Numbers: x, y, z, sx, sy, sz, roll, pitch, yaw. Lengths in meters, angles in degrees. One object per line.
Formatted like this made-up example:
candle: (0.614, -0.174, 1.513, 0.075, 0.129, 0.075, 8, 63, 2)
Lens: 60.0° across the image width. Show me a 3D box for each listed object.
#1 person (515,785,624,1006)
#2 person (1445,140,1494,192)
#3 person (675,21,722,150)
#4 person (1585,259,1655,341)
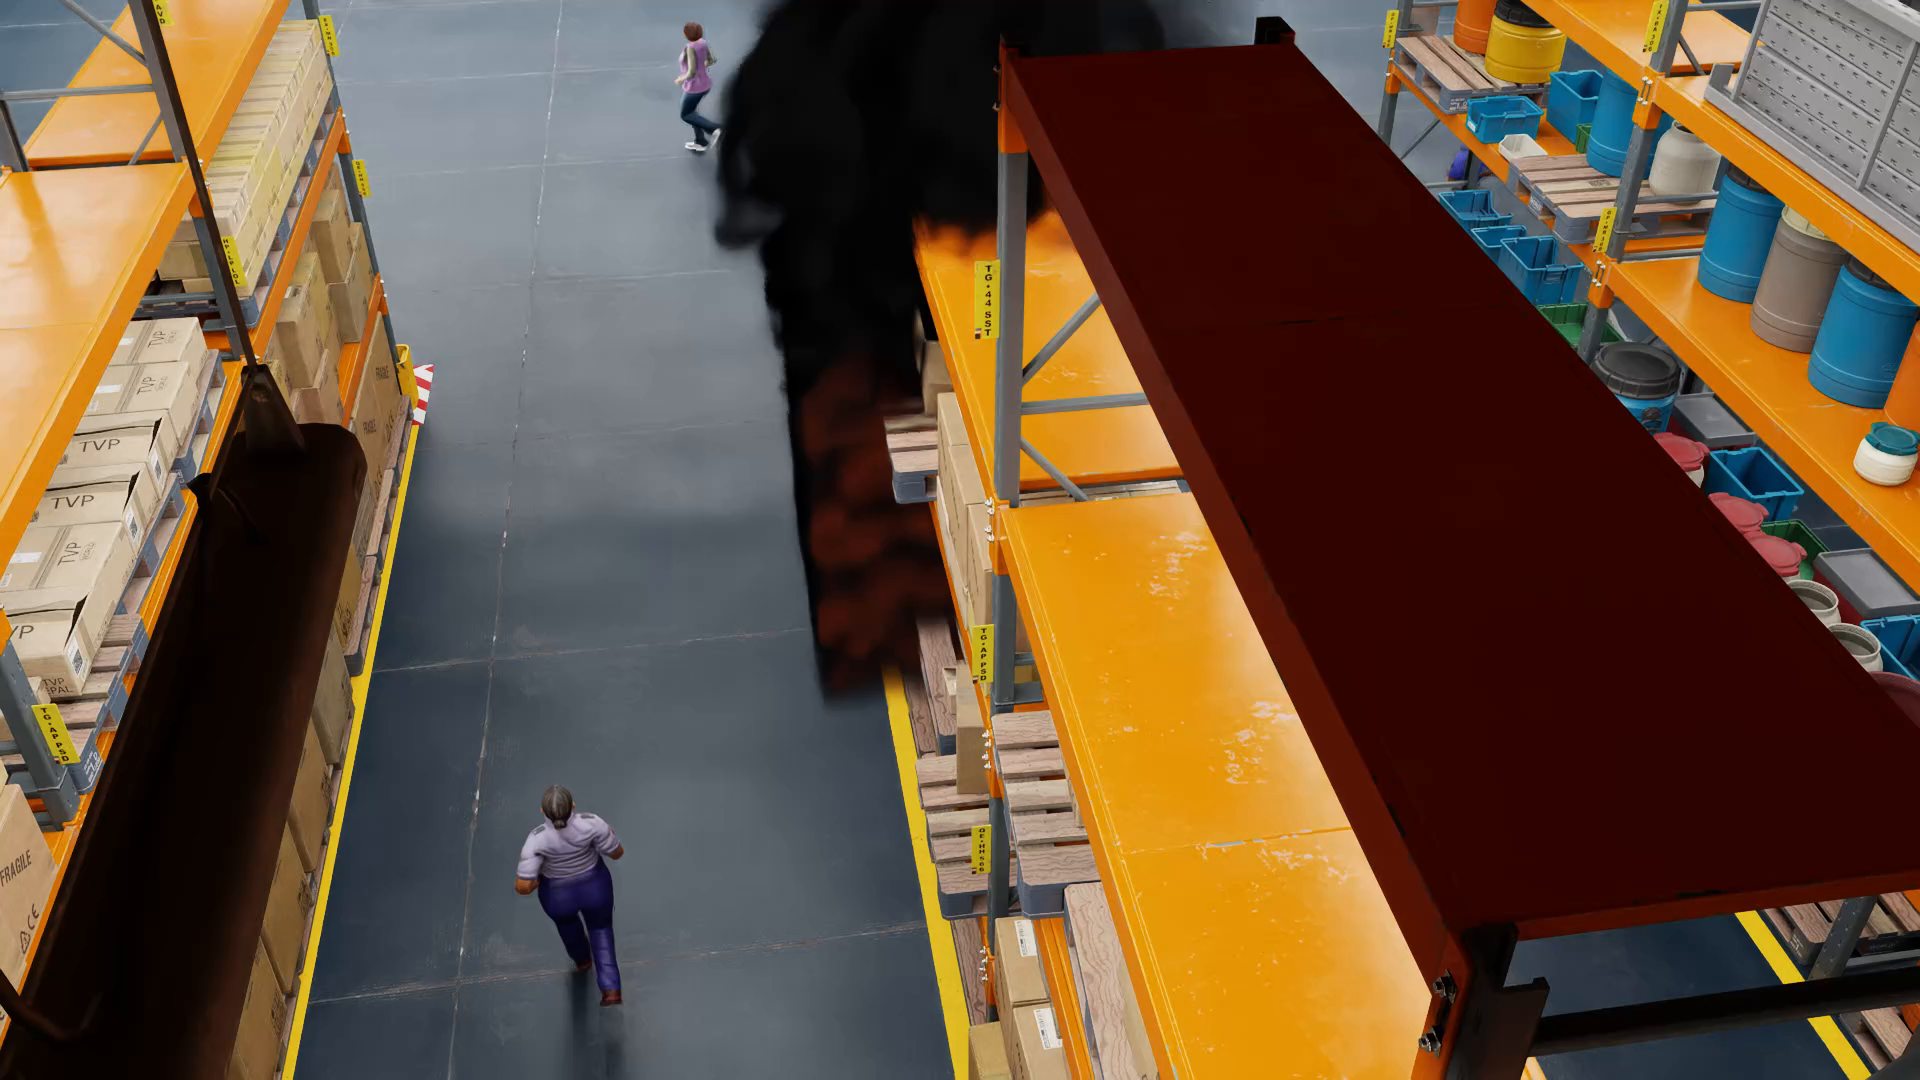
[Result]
person: (-2.165, 2.003, 9.363, 0.607, 1.628, 0.849, -12, 38, -16)
person: (5.104, -3.454, 16.832, 0.608, 1.626, 0.799, -20, 41, -25)
person: (-3.025, -5.247, 19.303, 0.566, 1.529, 0.534, 12, 38, 16)
person: (5.974, -2.378, 15.298, 0.600, 1.650, 0.540, -9, 37, -12)
